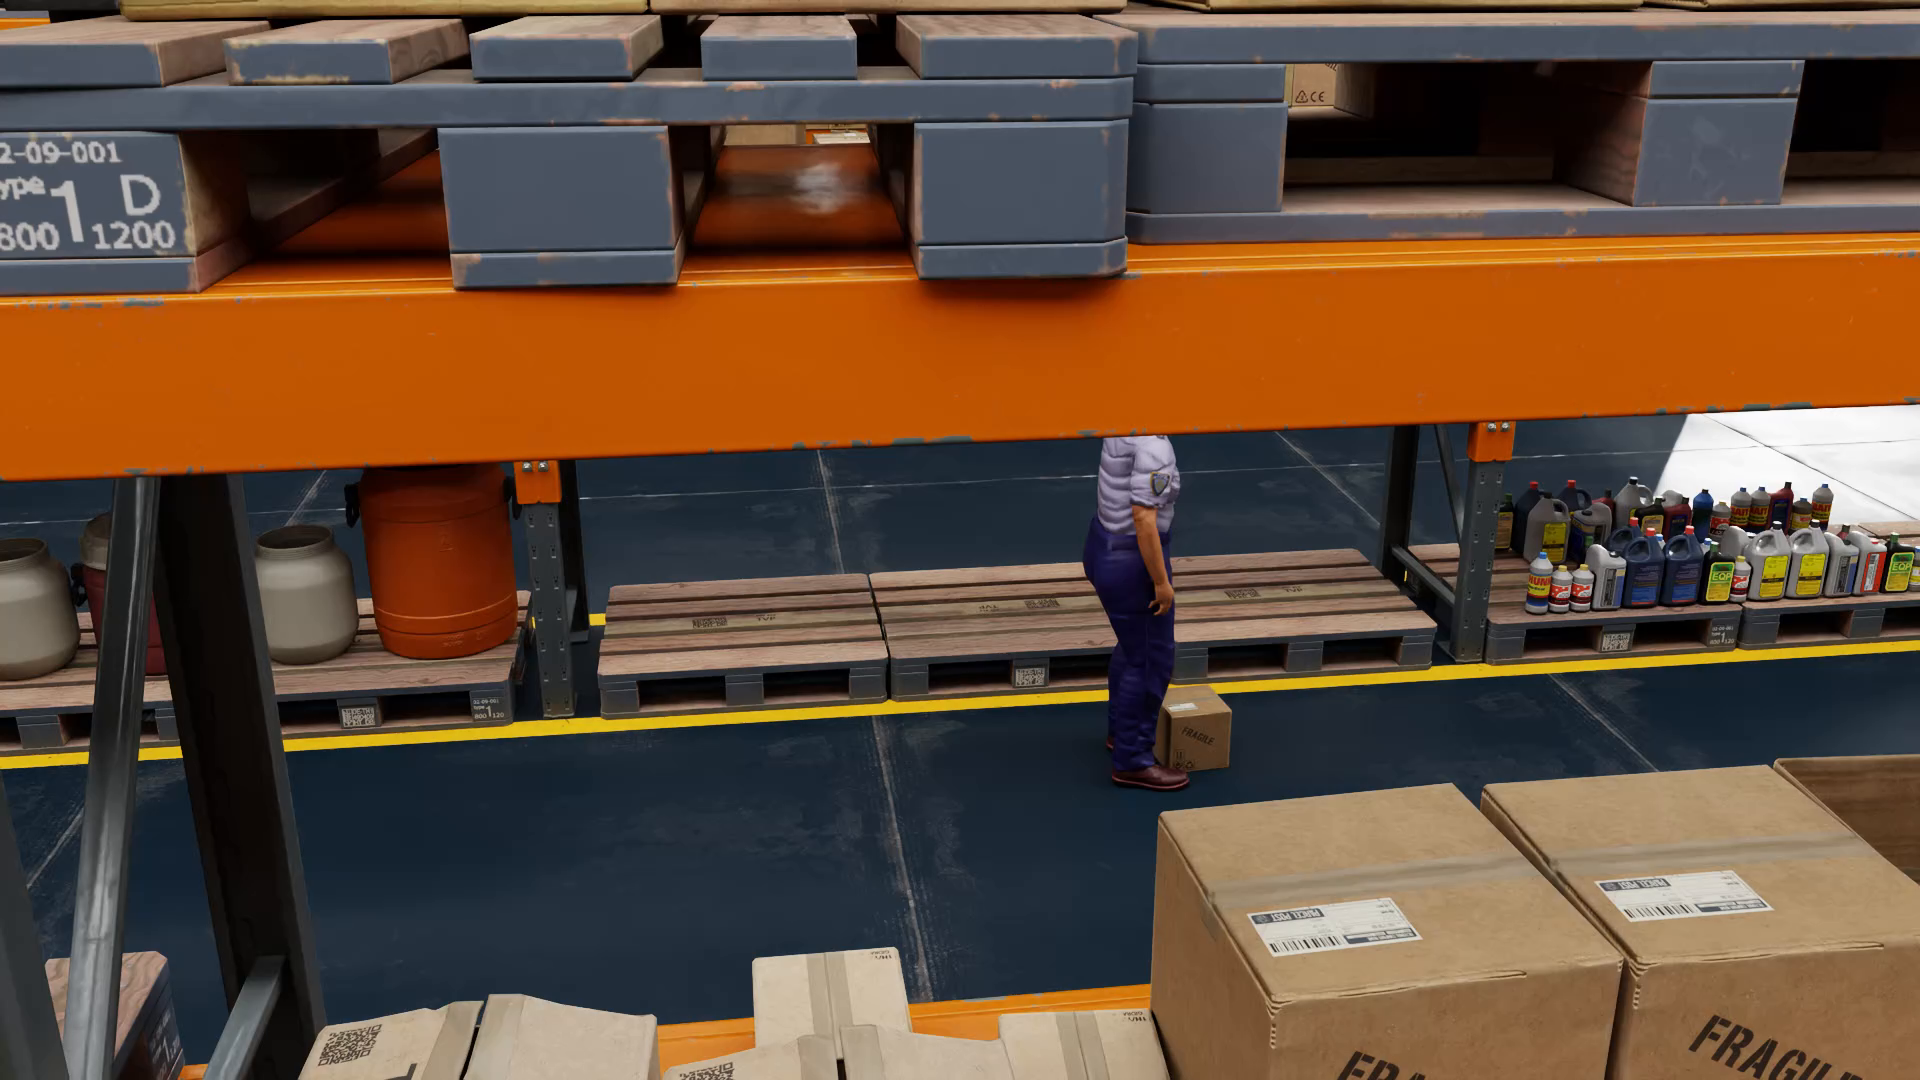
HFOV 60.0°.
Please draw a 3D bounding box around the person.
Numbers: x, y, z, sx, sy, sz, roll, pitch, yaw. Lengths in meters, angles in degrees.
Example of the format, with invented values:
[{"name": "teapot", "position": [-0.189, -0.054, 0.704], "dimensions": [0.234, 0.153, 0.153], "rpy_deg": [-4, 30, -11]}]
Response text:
[{"name": "person", "position": [0.694, 0.102, 6.315], "dimensions": [0.415, 1.648, 0.551], "rpy_deg": [-3, 20, -9]}]
